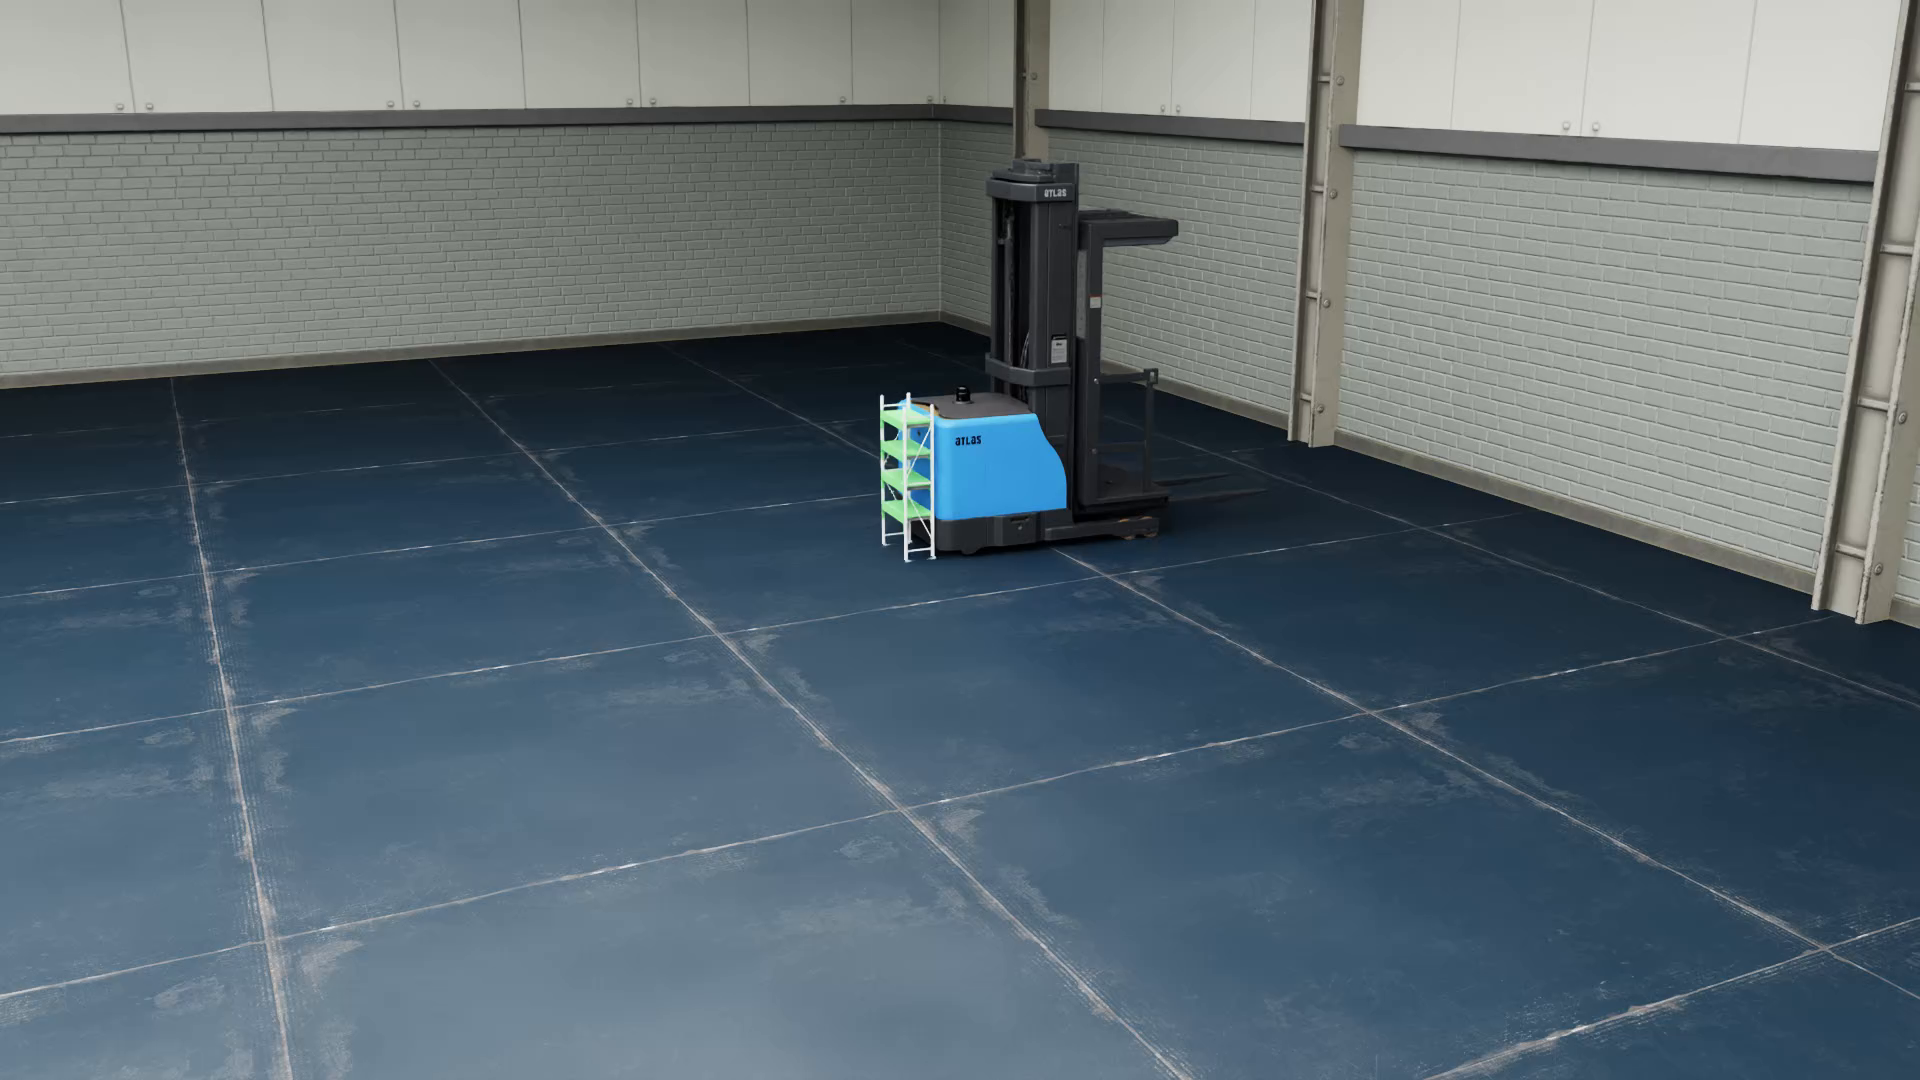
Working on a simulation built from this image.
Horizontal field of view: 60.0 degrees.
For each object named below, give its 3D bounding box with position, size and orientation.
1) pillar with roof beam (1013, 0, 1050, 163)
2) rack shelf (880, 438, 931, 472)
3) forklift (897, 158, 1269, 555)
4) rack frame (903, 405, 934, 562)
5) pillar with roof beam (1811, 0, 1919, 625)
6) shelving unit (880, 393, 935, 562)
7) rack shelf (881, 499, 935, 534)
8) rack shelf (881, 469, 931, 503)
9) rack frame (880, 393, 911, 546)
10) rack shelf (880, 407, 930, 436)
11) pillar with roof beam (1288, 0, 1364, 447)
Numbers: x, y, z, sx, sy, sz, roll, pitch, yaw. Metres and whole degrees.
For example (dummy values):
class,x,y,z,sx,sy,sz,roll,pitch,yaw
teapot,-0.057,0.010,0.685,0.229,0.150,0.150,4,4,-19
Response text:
class,x,y,z,sx,sy,sz,roll,pitch,yaw
pillar with roof beam,-2.972,-6.275,18.804,9.100,9.000,0.400,-8,18,-25
rack shelf,-0.405,-0.653,12.711,0.258,0.148,0.480,-7,17,-22
forklift,1.057,-1.538,13.295,3.031,2.935,1.130,-6,17,-21
rack frame,-0.311,-0.421,12.544,0.240,1.200,0.015,-7,17,-22
pillar with roof beam,2.285,-3.300,8.436,9.100,9.000,0.400,-8,18,-25
shelving unit,-0.405,-0.483,12.760,0.258,1.200,0.503,-7,17,-22
rack shelf,-0.405,-0.191,12.844,0.258,0.148,0.480,-7,17,-22
rack shelf,-0.405,-0.422,12.777,0.258,0.148,0.480,-7,17,-22
rack frame,-0.500,-0.545,12.976,0.240,1.200,0.015,-7,17,-22
rack shelf,-0.405,-0.883,12.645,0.258,0.148,0.480,-7,17,-22
pillar with roof beam,-0.344,-4.788,13.620,9.100,9.000,0.400,-8,18,-25
